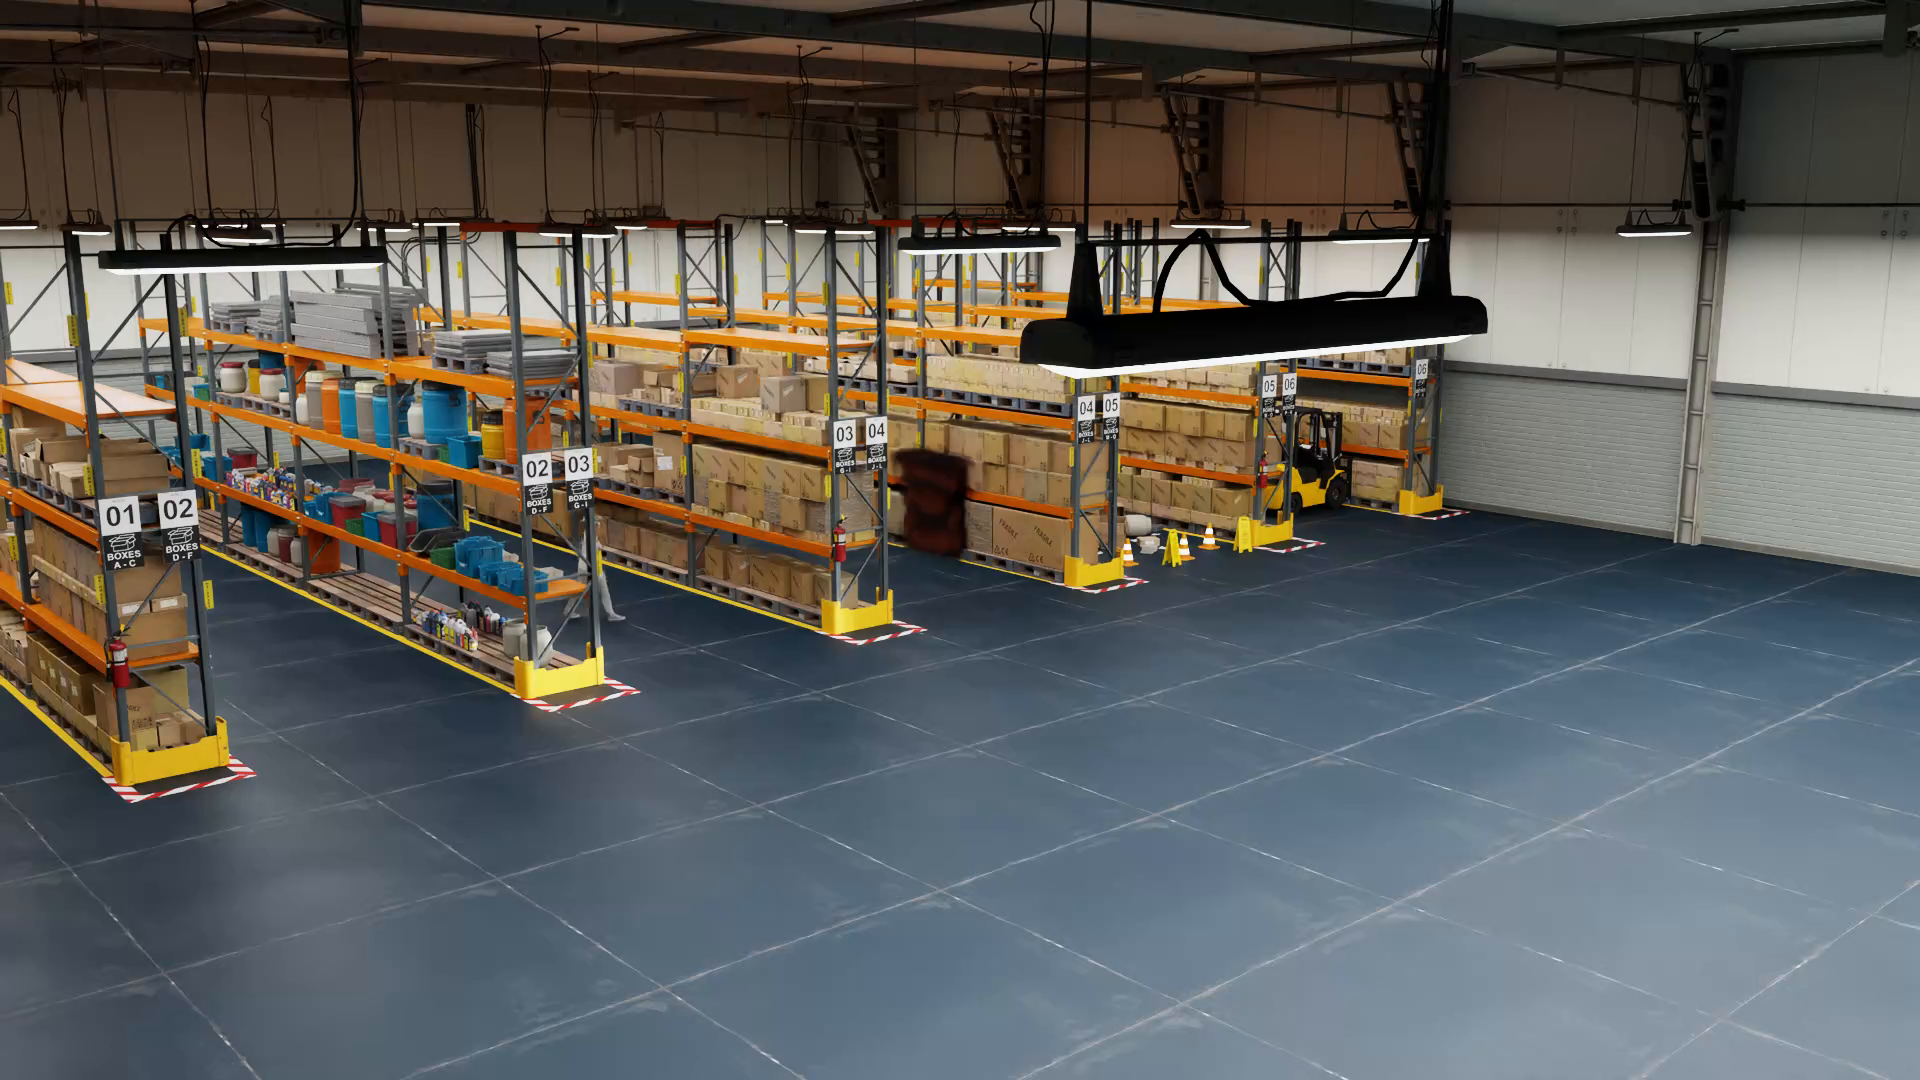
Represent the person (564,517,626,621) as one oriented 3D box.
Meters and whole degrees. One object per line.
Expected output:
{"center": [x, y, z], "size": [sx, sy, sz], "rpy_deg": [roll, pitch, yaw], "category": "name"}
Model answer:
{"center": [-5.648, 0.452, 25.498], "size": [1.012, 1.608, 0.436], "rpy_deg": [5, 13, 25], "category": "person"}
